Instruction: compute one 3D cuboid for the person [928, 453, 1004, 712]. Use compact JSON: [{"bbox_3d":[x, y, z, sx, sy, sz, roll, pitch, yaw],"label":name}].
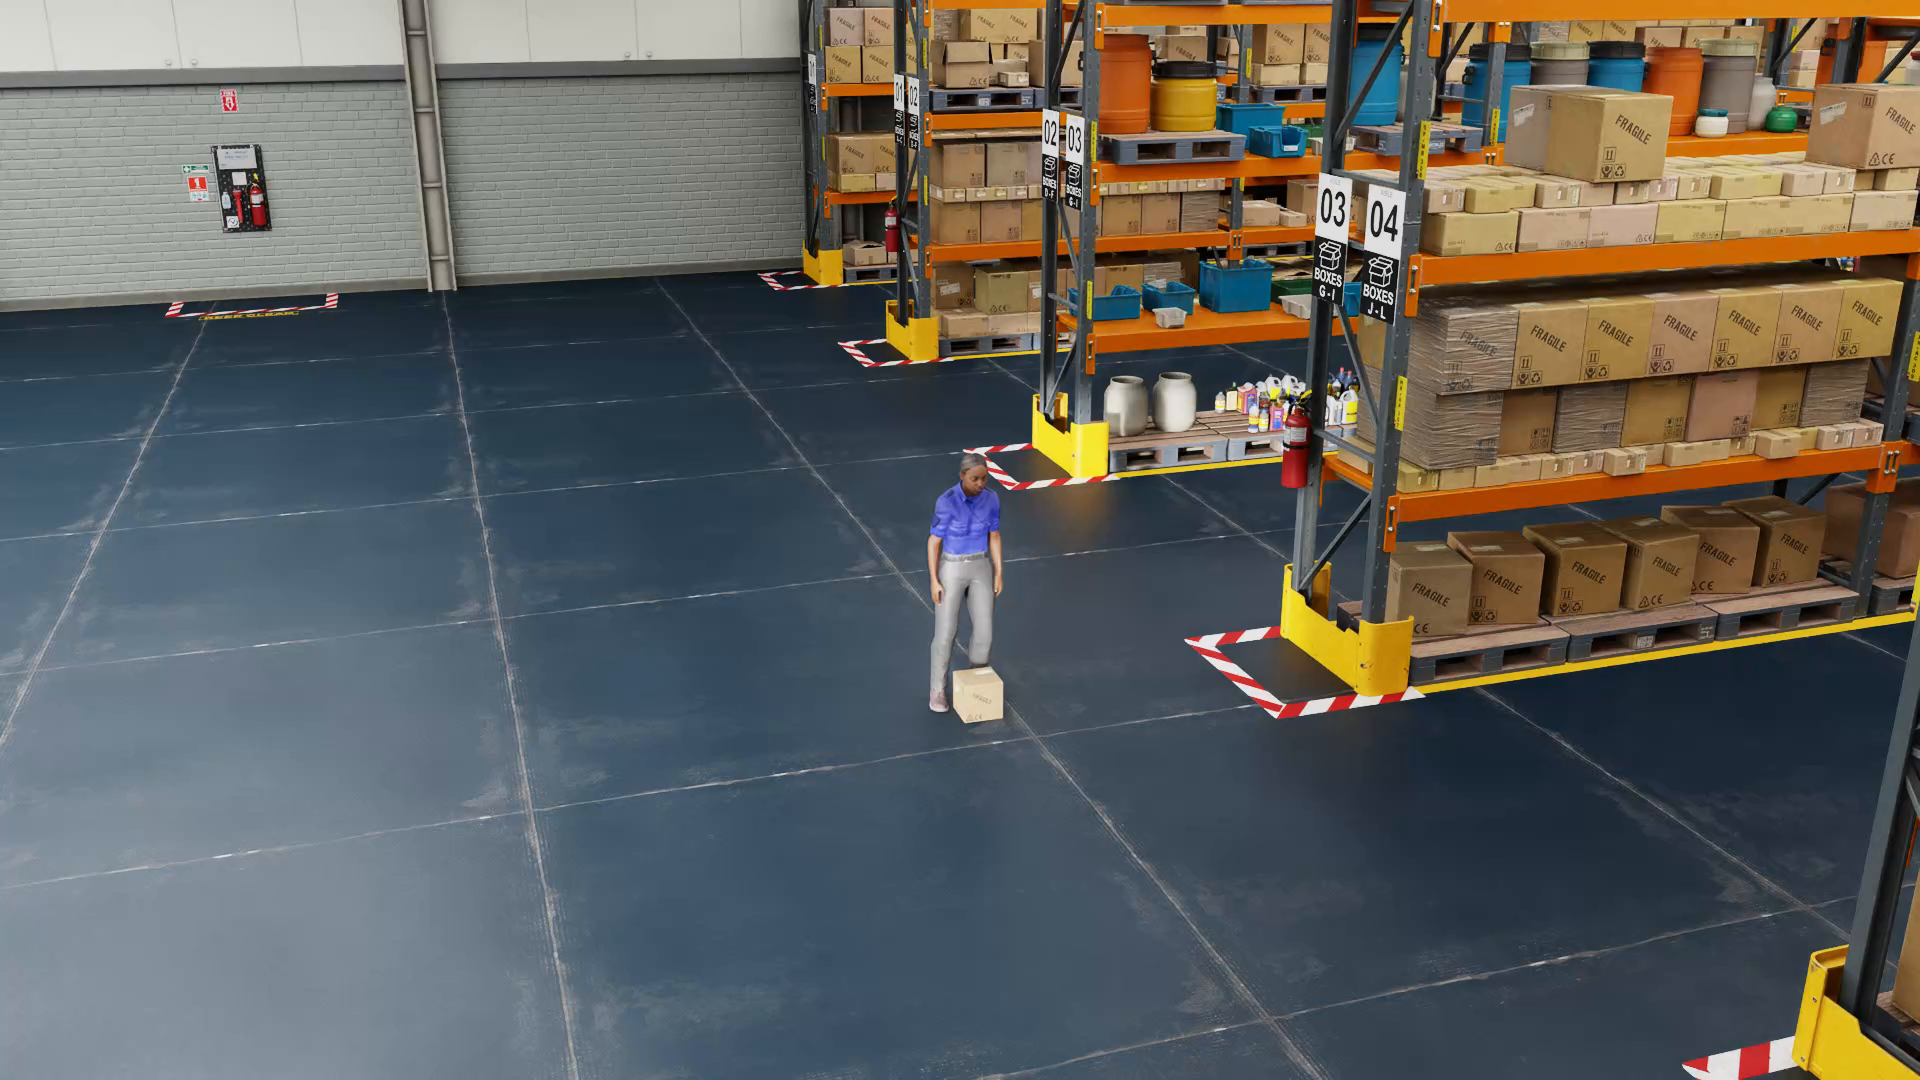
[{"bbox_3d":[0.030,0.237,10.402,0.527,1.653,0.355,-8,21,-20],"label":"person"}]
